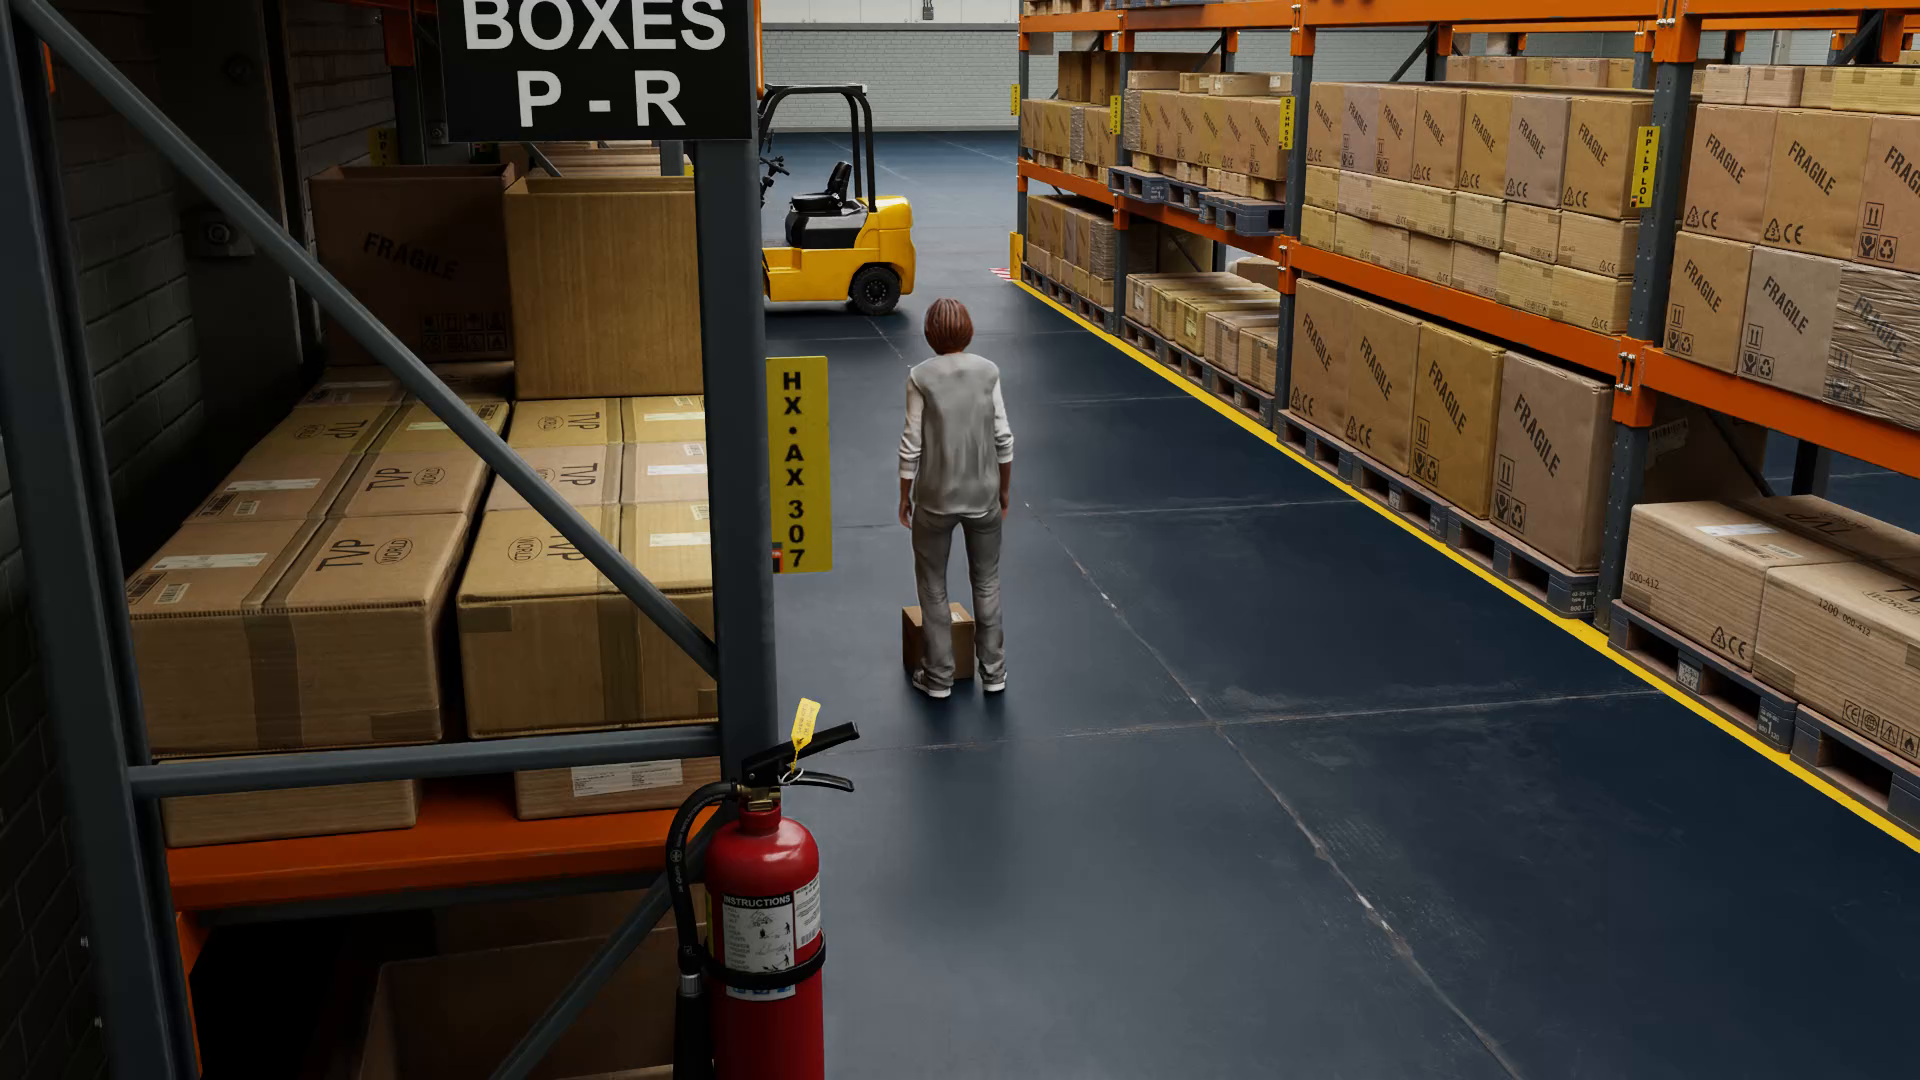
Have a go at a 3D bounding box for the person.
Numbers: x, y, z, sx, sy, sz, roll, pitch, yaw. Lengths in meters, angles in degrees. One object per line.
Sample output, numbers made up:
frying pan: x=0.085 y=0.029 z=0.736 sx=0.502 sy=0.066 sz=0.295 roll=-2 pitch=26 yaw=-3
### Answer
person: x=-0.016 y=-0.146 z=6.568 sx=0.467 sy=1.581 sz=0.349 roll=-4 pitch=17 yaw=-14
